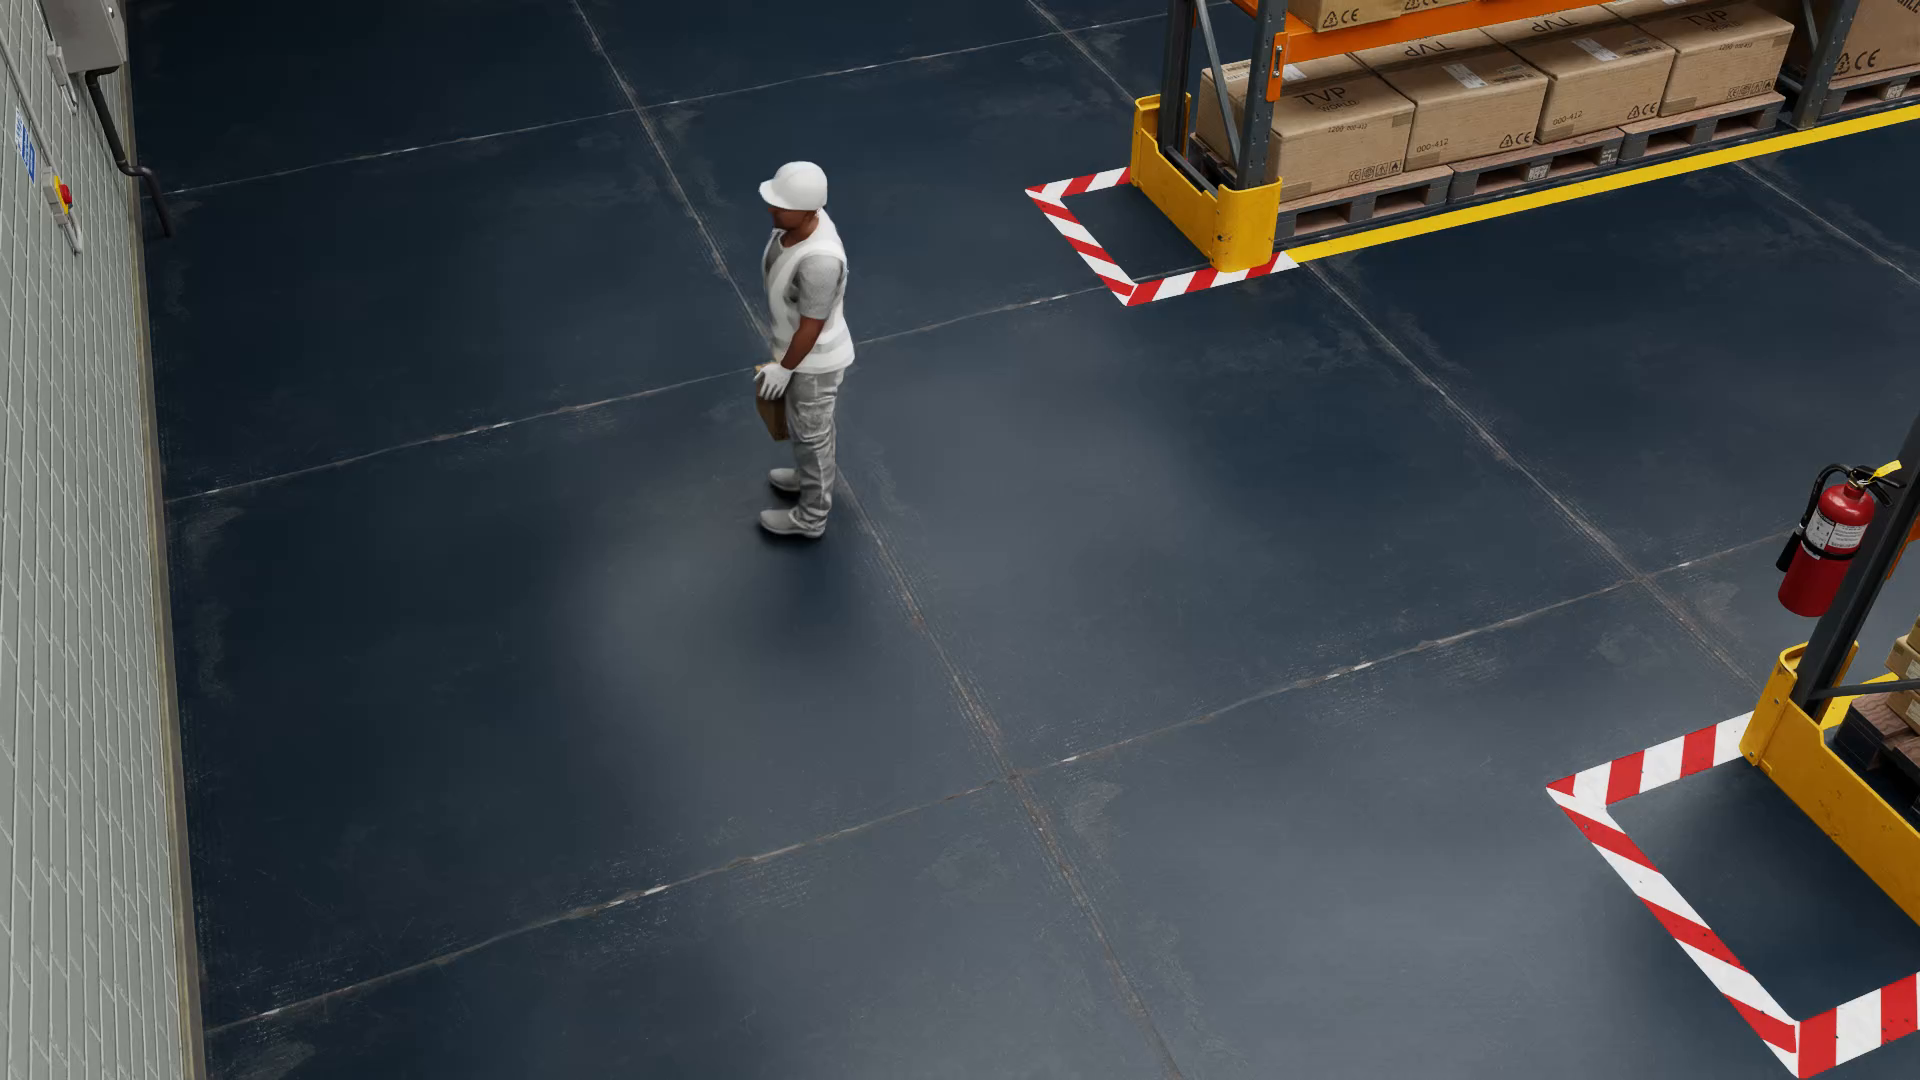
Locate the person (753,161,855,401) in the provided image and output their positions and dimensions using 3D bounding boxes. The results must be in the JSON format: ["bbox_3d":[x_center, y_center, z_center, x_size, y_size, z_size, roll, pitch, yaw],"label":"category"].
[{"bbox_3d":[-0.677,-1.069,6.771,0.436,1.052,0.547,-9,42,-10],"label":"person"}]
